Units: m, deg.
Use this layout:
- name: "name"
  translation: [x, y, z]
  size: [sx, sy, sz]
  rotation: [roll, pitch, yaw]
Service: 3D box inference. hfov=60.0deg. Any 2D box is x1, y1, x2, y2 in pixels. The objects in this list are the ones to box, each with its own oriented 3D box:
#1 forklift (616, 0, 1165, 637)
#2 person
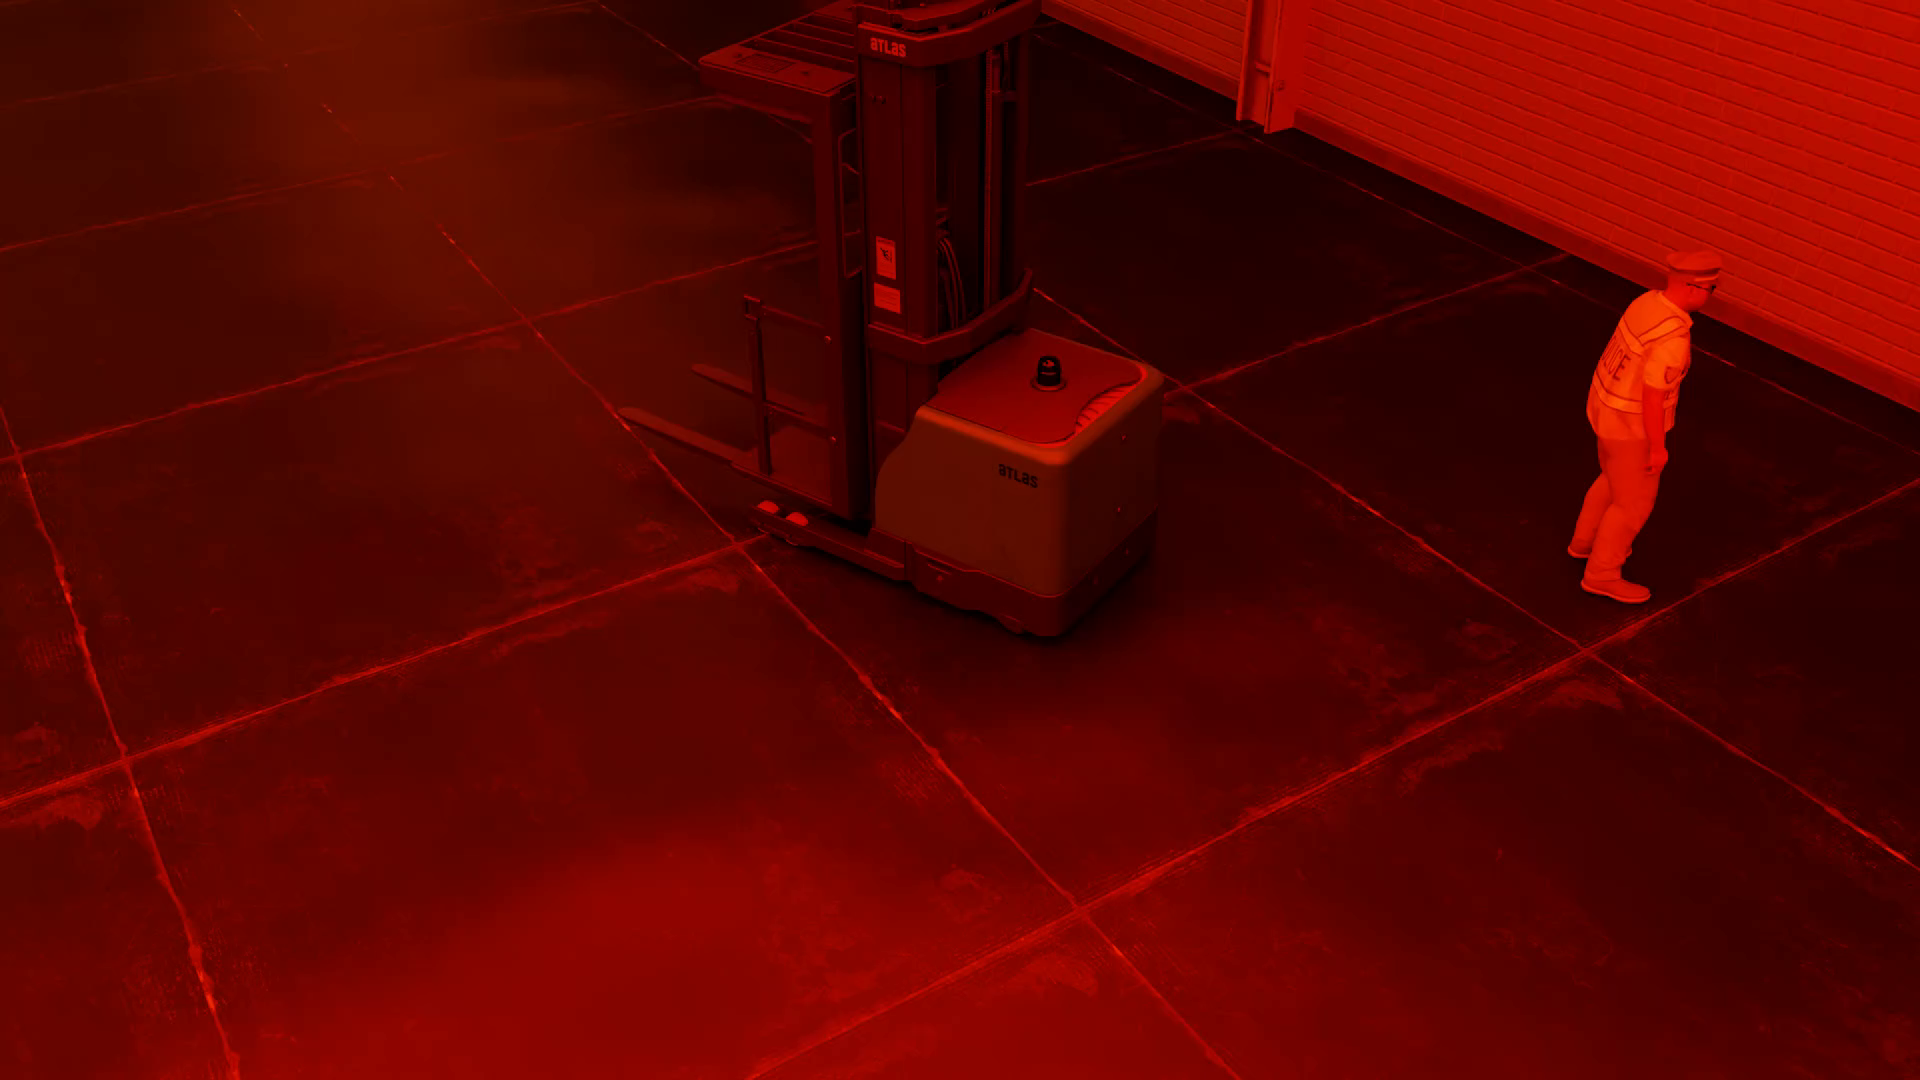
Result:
- name: "forklift"
  translation: [-0.500, -1.399, 8.138]
  size: [3.031, 2.935, 1.130]
  rotation: [22, 41, 28]
- name: "person"
  translation: [3.240, -0.567, 7.982]
  size: [0.434, 1.748, 0.584]
  rotation: [4, 35, 5]
